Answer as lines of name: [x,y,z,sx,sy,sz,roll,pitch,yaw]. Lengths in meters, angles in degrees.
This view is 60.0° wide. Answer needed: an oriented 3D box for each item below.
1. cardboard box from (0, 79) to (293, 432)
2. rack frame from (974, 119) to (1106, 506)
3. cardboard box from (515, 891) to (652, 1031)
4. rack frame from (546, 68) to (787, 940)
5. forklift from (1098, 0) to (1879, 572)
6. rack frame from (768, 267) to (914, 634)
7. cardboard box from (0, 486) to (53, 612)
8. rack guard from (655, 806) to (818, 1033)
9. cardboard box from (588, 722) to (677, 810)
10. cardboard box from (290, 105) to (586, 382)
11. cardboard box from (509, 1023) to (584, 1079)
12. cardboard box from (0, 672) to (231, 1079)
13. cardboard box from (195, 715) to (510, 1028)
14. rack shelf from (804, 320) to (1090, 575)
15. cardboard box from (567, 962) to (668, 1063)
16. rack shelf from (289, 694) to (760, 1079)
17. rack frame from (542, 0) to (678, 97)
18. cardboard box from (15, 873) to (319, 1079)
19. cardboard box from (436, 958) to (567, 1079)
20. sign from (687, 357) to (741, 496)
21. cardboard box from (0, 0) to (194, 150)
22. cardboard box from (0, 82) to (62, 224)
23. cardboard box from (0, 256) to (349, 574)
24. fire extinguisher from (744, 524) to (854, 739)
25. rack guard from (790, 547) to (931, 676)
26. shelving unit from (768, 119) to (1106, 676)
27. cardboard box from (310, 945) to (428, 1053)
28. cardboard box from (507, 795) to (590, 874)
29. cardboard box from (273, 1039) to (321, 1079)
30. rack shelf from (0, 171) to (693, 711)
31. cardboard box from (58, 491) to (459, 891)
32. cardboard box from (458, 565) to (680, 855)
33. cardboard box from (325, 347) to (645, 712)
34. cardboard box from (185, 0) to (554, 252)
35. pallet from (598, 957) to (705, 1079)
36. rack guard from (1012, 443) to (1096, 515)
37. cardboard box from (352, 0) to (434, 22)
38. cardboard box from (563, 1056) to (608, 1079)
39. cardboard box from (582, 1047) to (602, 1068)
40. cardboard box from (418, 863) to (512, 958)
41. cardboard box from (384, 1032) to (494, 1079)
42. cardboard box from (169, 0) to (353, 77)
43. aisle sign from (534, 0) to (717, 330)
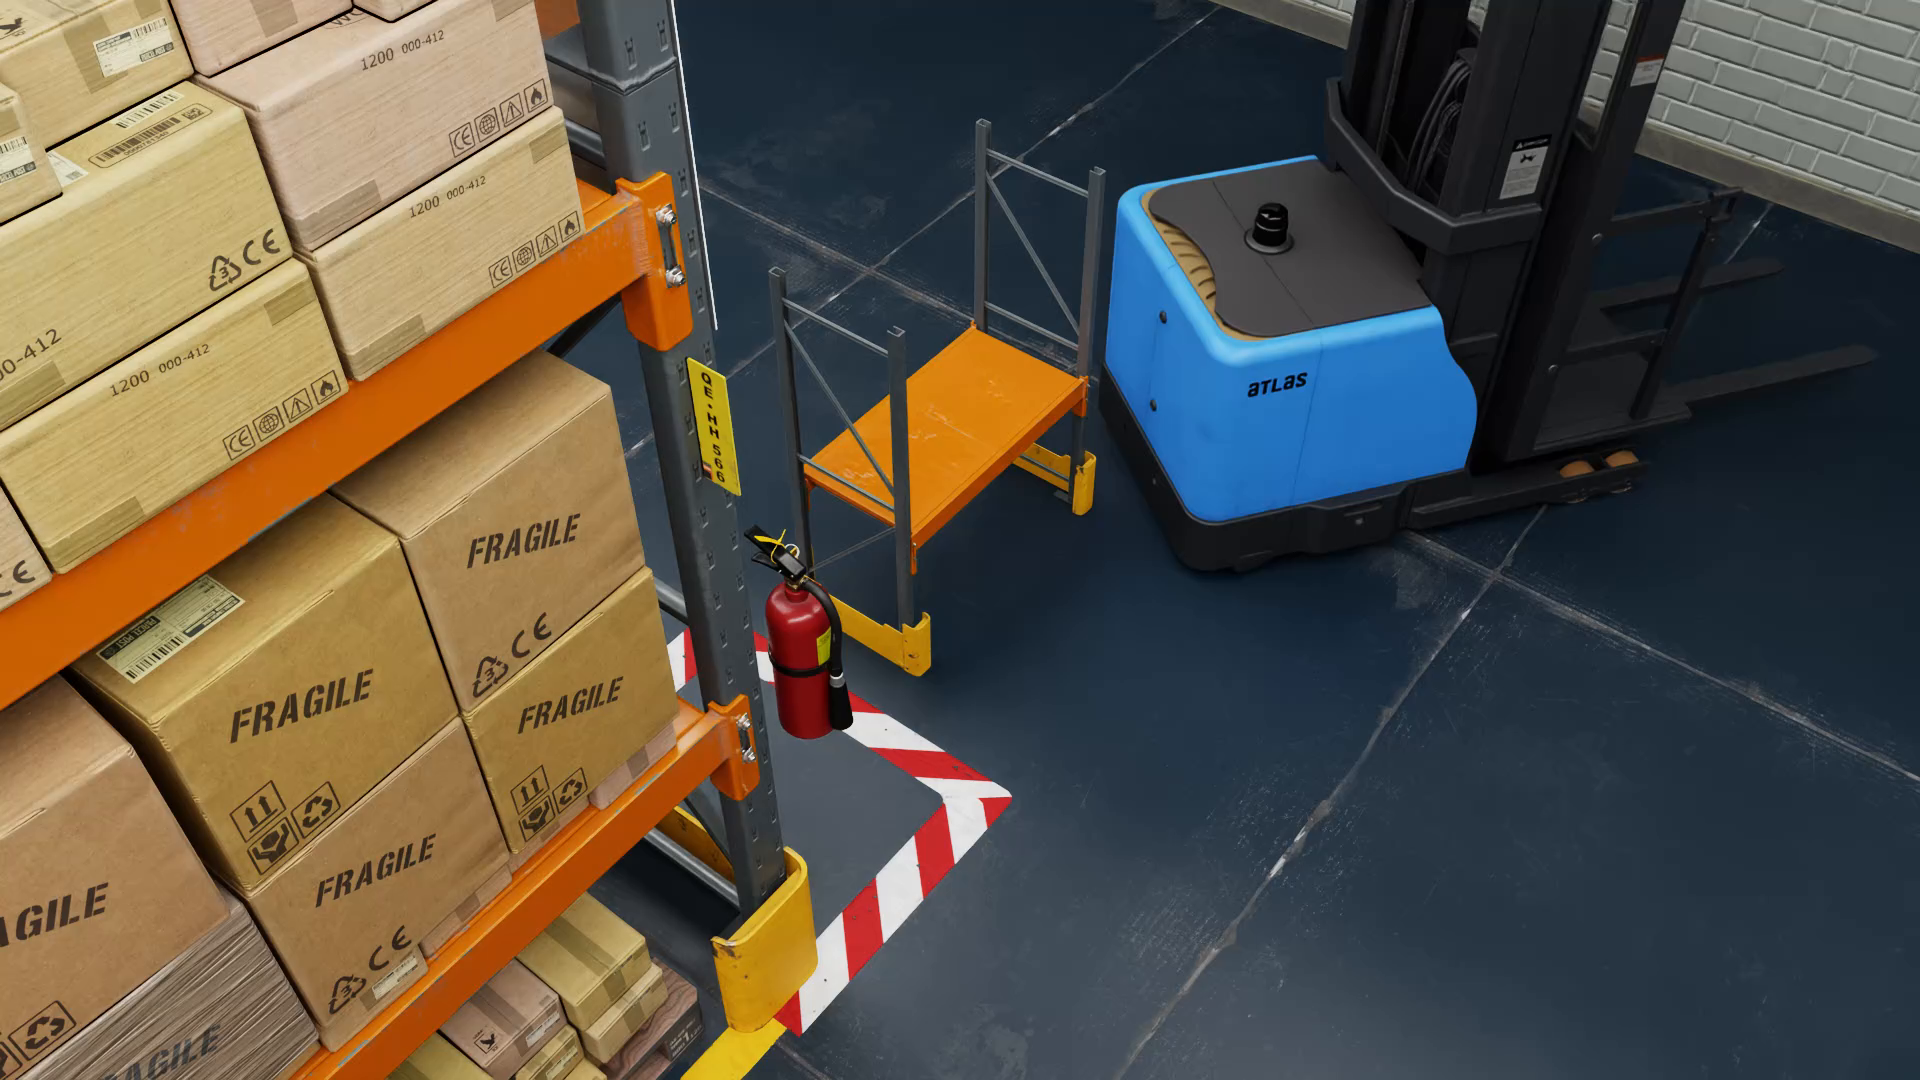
cardboard box: [-1.316,-0.461,2.299,0.500,0.250,0.500,28,52,24]
rack frame: [0.259,-0.760,5.939,0.500,1.500,0.032,29,53,25]
cardboard box: [-1.047,1.076,4.417,0.380,0.149,0.250,30,53,25]
rack frame: [-0.924,0.027,4.150,1.000,3.000,0.127,29,53,25]
forklift: [2.128,-1.509,5.664,3.031,2.935,1.130,-12,48,-11]
rack frame: [-0.363,-0.178,5.383,0.500,1.500,0.032,29,53,25]
cardboard box: [-1.613,-0.007,2.211,0.500,0.250,0.500,31,54,26]
rack guard: [-0.971,0.934,5.012,1.175,0.500,0.348,29,53,25]
cardboard box: [-0.900,0.425,3.943,0.380,0.149,0.250,29,53,25]
cardboard box: [-0.993,-0.580,2.759,0.500,0.250,0.500,28,52,24]
cardboard box: [-1.224,1.318,4.392,0.380,0.149,0.250,28,52,24]
cardboard box: [-1.628,0.508,2.724,0.500,0.500,0.500,32,54,27]
cardboard box: [-1.314,0.553,3.372,0.500,0.500,0.500,28,53,24]
rack shelf: [-0.052,-0.345,5.791,0.538,0.185,1.000,29,53,25]
cardboard box: [-1.021,1.192,4.512,0.380,0.149,0.250,28,52,24]
rack shelf: [-2.147,1.420,3.317,1.077,0.370,4.000,29,53,25]
rack frame: [-0.924,-2.045,1.980,1.000,3.000,0.127,29,53,25]
cardboard box: [-1.617,0.848,3.091,0.500,0.500,0.500,29,53,25]
cardboard box: [-1.246,1.195,4.304,0.380,0.149,0.250,30,53,26]
sign: [-0.497,-0.225,3.371,0.100,0.325,0.005,29,53,25]
cardboard box: [-1.280,-0.702,2.254,0.380,0.149,0.250,28,52,24]
cardboard box: [-1.355,-0.503,2.064,0.380,0.149,0.250,30,53,26]
cardboard box: [-1.299,-0.285,2.477,0.500,0.250,0.500,29,53,25]
fire extinguisher: [-0.405,0.243,4.255,0.296,0.674,0.183,29,53,25]
rack guard: [-0.351,0.242,5.846,0.587,0.250,0.087,29,53,25]
shelving unit: [-0.047,-0.474,5.666,0.587,1.500,1.083,29,53,25]
cardboard box: [-1.361,0.858,3.530,0.380,0.149,0.250,31,54,26]
cardboard box: [-1.082,0.551,3.823,0.380,0.149,0.250,29,53,25]
cardboard box: [-1.545,0.995,3.398,0.380,0.149,0.250,27,52,23]
rack shelf: [-2.147,0.384,2.232,1.077,0.370,4.000,29,53,25]
cardboard box: [-1.317,0.206,3.012,0.500,0.500,0.500,27,52,24]
cardboard box: [-0.995,0.261,3.652,0.500,0.500,0.500,30,53,26]
cardboard box: [-1.007,-0.084,3.289,0.500,0.500,0.500,28,52,24]
cardboard box: [-1.005,-0.754,2.579,0.500,0.250,0.500,28,52,24]
pallet: [-1.495,1.483,4.687,1.003,0.211,1.213,29,53,25]
rack guard: [0.258,-0.328,6.390,0.587,0.250,0.087,29,53,25]
cardboard box: [-0.895,-0.947,2.488,0.380,0.149,0.250,29,53,25]
cardboard box: [-1.158,1.452,4.469,0.380,0.149,0.250,31,54,26]
cardboard box: [-1.081,1.260,4.653,0.380,0.149,0.250,30,53,26]
cardboard box: [-1.223,0.701,3.679,0.380,0.149,0.250,29,53,25]
cardboard box: [-1.304,1.399,4.109,0.380,0.149,0.250,28,52,24]
cardboard box: [-1.106,-0.840,2.386,0.380,0.149,0.250,30,53,25]
aisle sign: [-0.642,-0.780,3.123,0.394,0.787,0.004,29,53,25]
